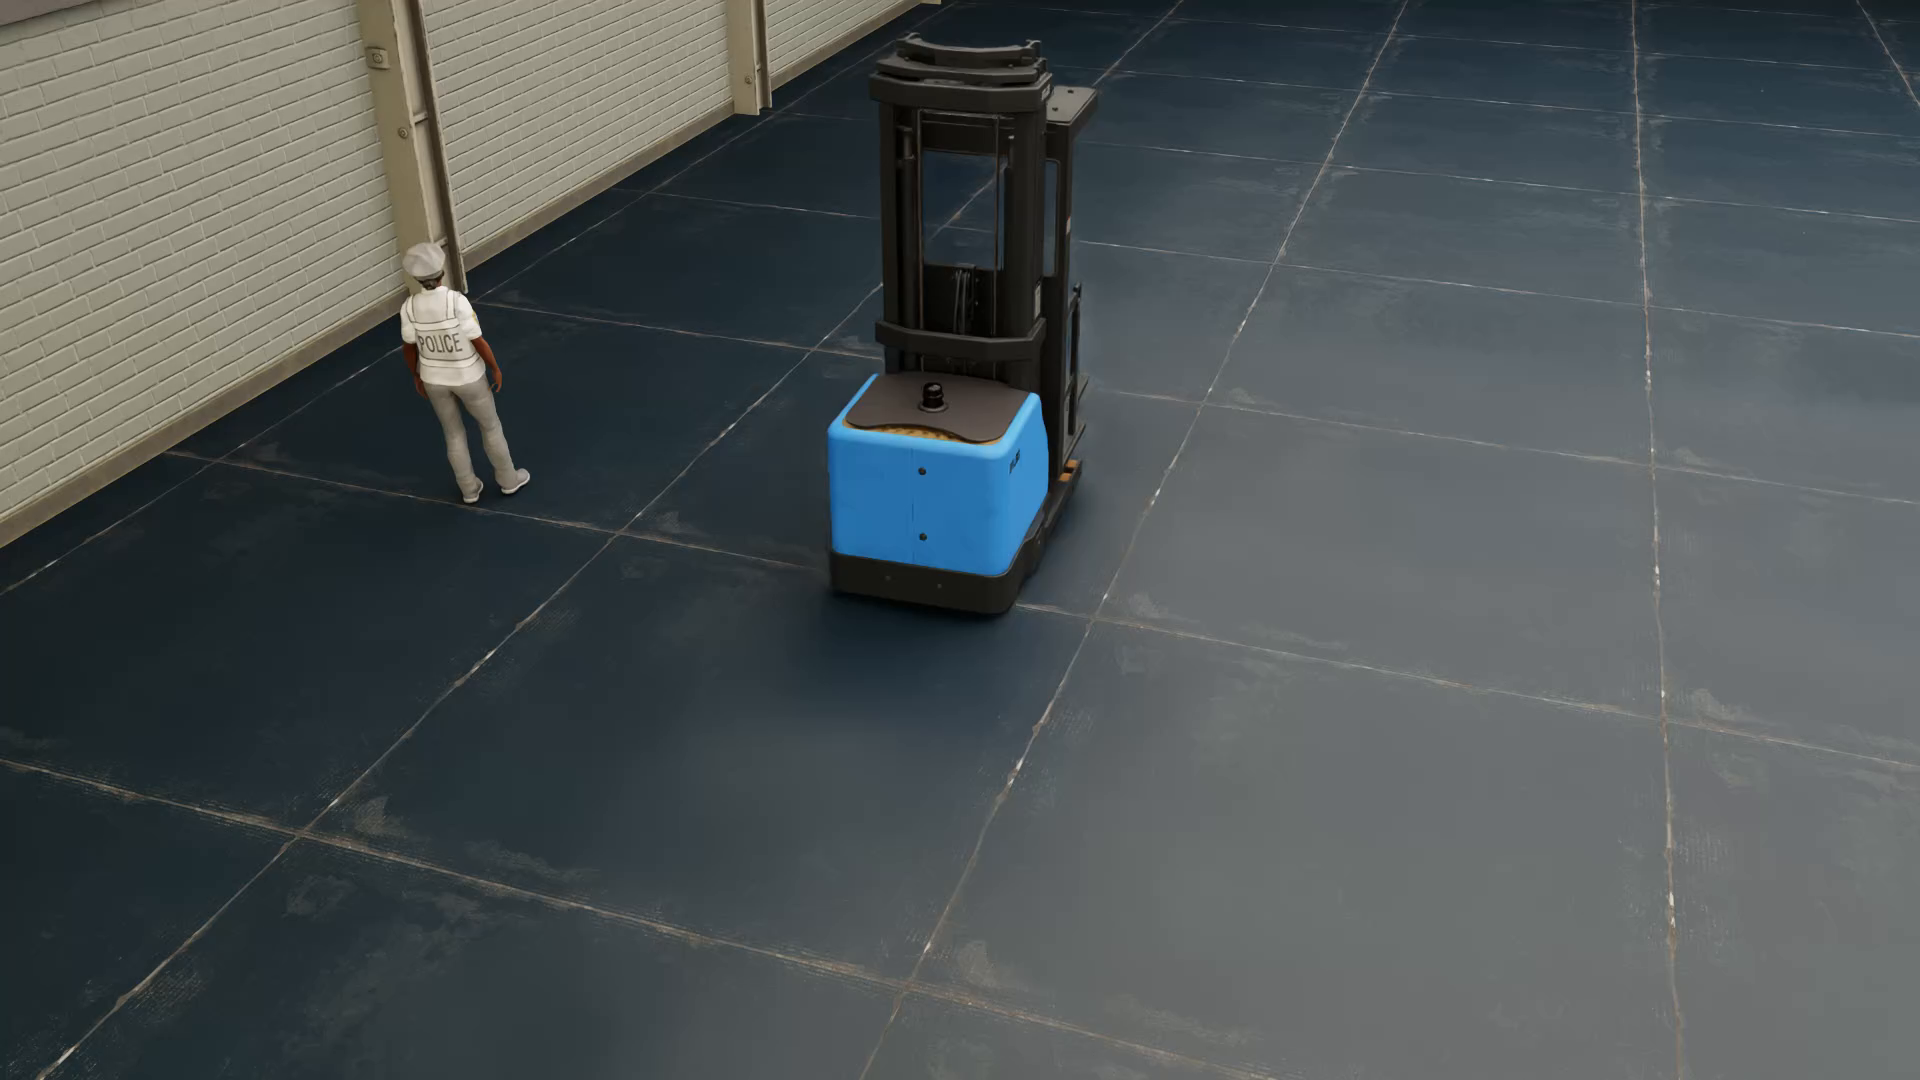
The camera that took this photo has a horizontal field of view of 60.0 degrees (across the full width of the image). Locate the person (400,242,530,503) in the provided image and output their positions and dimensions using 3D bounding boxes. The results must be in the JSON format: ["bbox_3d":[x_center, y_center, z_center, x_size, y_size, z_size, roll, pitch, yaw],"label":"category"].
[{"bbox_3d":[-3.064,-1.028,10.174,0.567,1.695,0.531,0,30,0],"label":"person"}]

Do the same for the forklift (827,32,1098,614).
[{"bbox_3d":[0.160,-1.580,9.908,1.130,2.935,3.031,8,31,14],"label":"forklift"}]
